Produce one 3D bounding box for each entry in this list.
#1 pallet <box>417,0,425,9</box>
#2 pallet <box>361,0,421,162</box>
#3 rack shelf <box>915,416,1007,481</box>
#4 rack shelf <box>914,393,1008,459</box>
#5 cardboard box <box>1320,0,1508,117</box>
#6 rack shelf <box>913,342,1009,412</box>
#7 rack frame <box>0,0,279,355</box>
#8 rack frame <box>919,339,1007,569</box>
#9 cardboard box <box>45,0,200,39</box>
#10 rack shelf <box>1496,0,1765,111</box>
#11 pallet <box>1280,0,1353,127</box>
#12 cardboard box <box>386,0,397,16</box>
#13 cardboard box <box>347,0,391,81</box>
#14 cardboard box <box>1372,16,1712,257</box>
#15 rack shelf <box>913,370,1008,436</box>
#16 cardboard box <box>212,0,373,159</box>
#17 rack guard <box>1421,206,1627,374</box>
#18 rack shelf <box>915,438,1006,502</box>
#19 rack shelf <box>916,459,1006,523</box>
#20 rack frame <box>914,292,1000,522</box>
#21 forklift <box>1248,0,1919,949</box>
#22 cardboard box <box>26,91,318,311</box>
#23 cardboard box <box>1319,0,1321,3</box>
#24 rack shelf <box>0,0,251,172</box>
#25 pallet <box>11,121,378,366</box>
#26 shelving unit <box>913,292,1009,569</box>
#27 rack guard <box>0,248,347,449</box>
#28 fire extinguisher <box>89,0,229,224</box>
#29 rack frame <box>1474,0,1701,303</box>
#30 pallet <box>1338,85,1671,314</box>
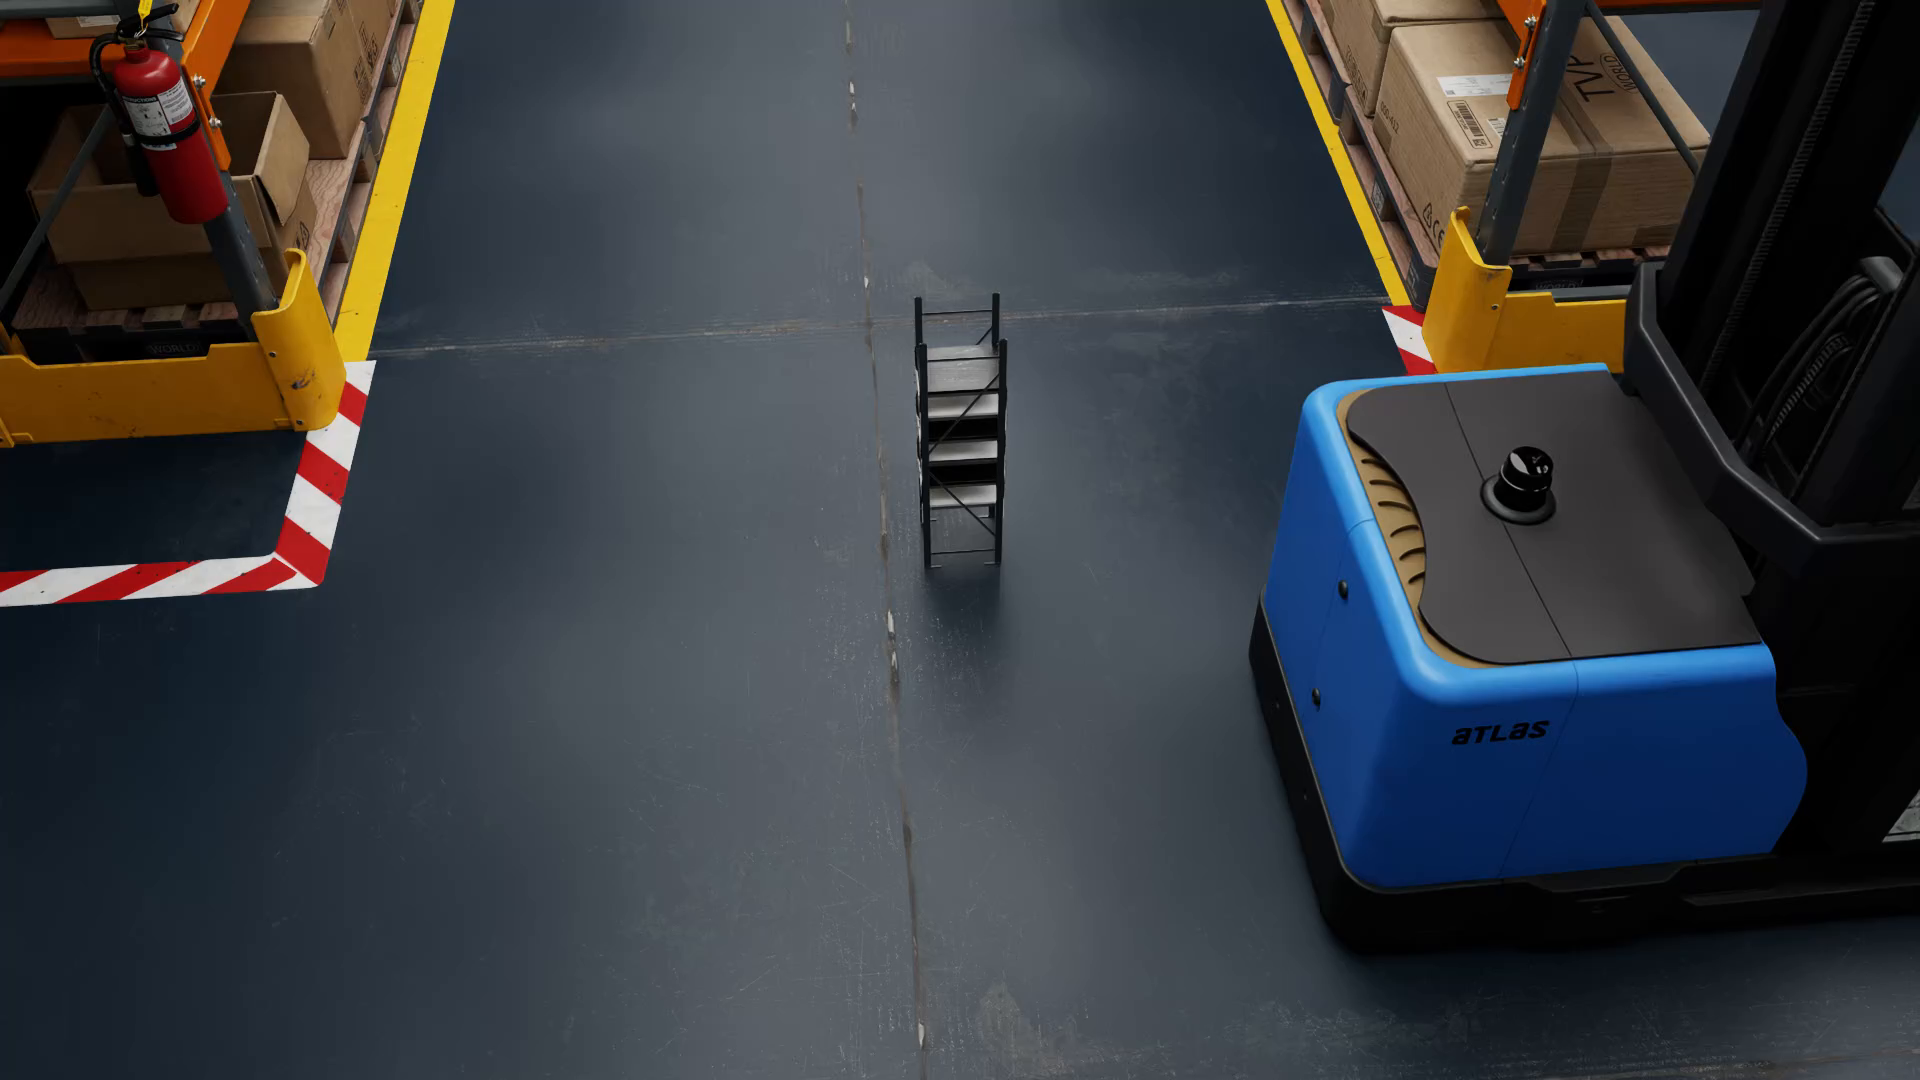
[{"bbox_3d":[-2.983,-2.876,7.828,1.003,0.211,1.213,-3,47,-3],"label":"pallet"},{"bbox_3d":[-2.878,-1.991,6.991,1.003,0.211,1.213,-3,47,-3],"label":"pallet"},{"bbox_3d":[0.001,-0.281,4.942,0.258,0.077,0.200,-3,47,-3],"label":"rack shelf"},{"bbox_3d":[0.001,-0.343,4.877,0.258,0.077,0.200,-3,47,-3],"label":"rack shelf"},{"bbox_3d":[2.001,-2.139,6.685,0.875,0.438,0.875,-2,47,-2],"label":"cardboard box"},{"bbox_3d":[0.001,-0.466,4.746,0.258,0.077,0.200,-3,47,-3],"label":"rack shelf"},{"bbox_3d":[-2.705,-1.438,4.546,1.000,3.000,0.127,-3,47,-3],"label":"rack frame"},{"bbox_3d":[0.009,-0.230,4.848,0.240,0.900,0.006,-3,47,-3],"label":"rack frame"},{"bbox_3d":[-2.459,-1.606,4.878,0.380,0.149,0.250,-4,47,-4],"label":"cardboard box"},{"bbox_3d":[2.074,-2.942,6.466,1.077,0.370,4.000,-3,47,-3],"label":"rack shelf"},{"bbox_3d":[1.997,-2.238,7.224,1.003,0.211,1.213,-3,47,-3],"label":"pallet"},{"bbox_3d":[-2.781,-2.543,7.025,0.700,0.500,0.500,-5,47,-5],"label":"cardboard box"},{"bbox_3d":[-2.639,-2.180,6.681,0.500,0.500,0.500,-3,47,-3],"label":"cardboard box"},{"bbox_3d":[2.086,-1.477,6.058,0.875,0.438,0.875,-5,47,-5],"label":"cardboard box"},{"bbox_3d":[0.001,-0.404,4.811,0.258,0.077,0.200,-3,47,-3],"label":"rack shelf"},{"bbox_3d":[-2.694,-1.792,6.313,0.700,0.500,0.500,-2,47,-2],"label":"cardboard box"},{"bbox_3d":[2.243,-0.865,5.725,1.175,0.500,0.348,-3,47,-3],"label":"rack guard"},{"bbox_3d":[0.001,-0.219,5.007,0.258,0.077,0.200,-3,47,-3],"label":"rack shelf"},{"bbox_3d":[0.001,-0.157,5.073,0.258,0.077,0.200,-3,47,-3],"label":"rack shelf"},{"bbox_3d":[-0.008,-0.377,4.987,0.240,0.900,0.006,-3,47,-3],"label":"rack frame"},{"bbox_3d":[2.390,-0.428,3.637,3.031,2.935,1.130,-4,47,-4],"label":"forklift"},{"bbox_3d":[-2.662,-1.172,5.724,0.797,0.503,0.637,-5,47,-5],"label":"cardboard box"},{"bbox_3d":[1.927,-2.791,7.303,0.875,0.438,0.875,-5,47,-4],"label":"cardboard box"},{"bbox_3d":[-2.872,-2.637,6.177,1.077,0.370,4.000,-3,47,-3],"label":"rack shelf"},{"bbox_3d":[-2.779,-1.110,6.157,1.003,0.211,1.213,-3,47,-3],"label":"pallet"},{"bbox_3d":[0.001,-0.304,4.918,0.258,0.900,0.210,-3,47,-3],"label":"shelving unit"},{"bbox_3d":[-2.711,-0.633,5.505,1.175,0.500,0.348,-3,47,-3],"label":"rack guard"},{"bbox_3d":[-2.232,-1.205,4.635,0.296,0.674,0.183,-3,47,-3],"label":"fire extinguisher"},{"bbox_3d":[2.241,-1.742,4.834,1.000,3.000,0.127,-3,47,-3],"label":"rack frame"},{"bbox_3d":[2.096,-1.357,6.390,1.003,0.211,1.213,-3,47,-3],"label":"pallet"}]
